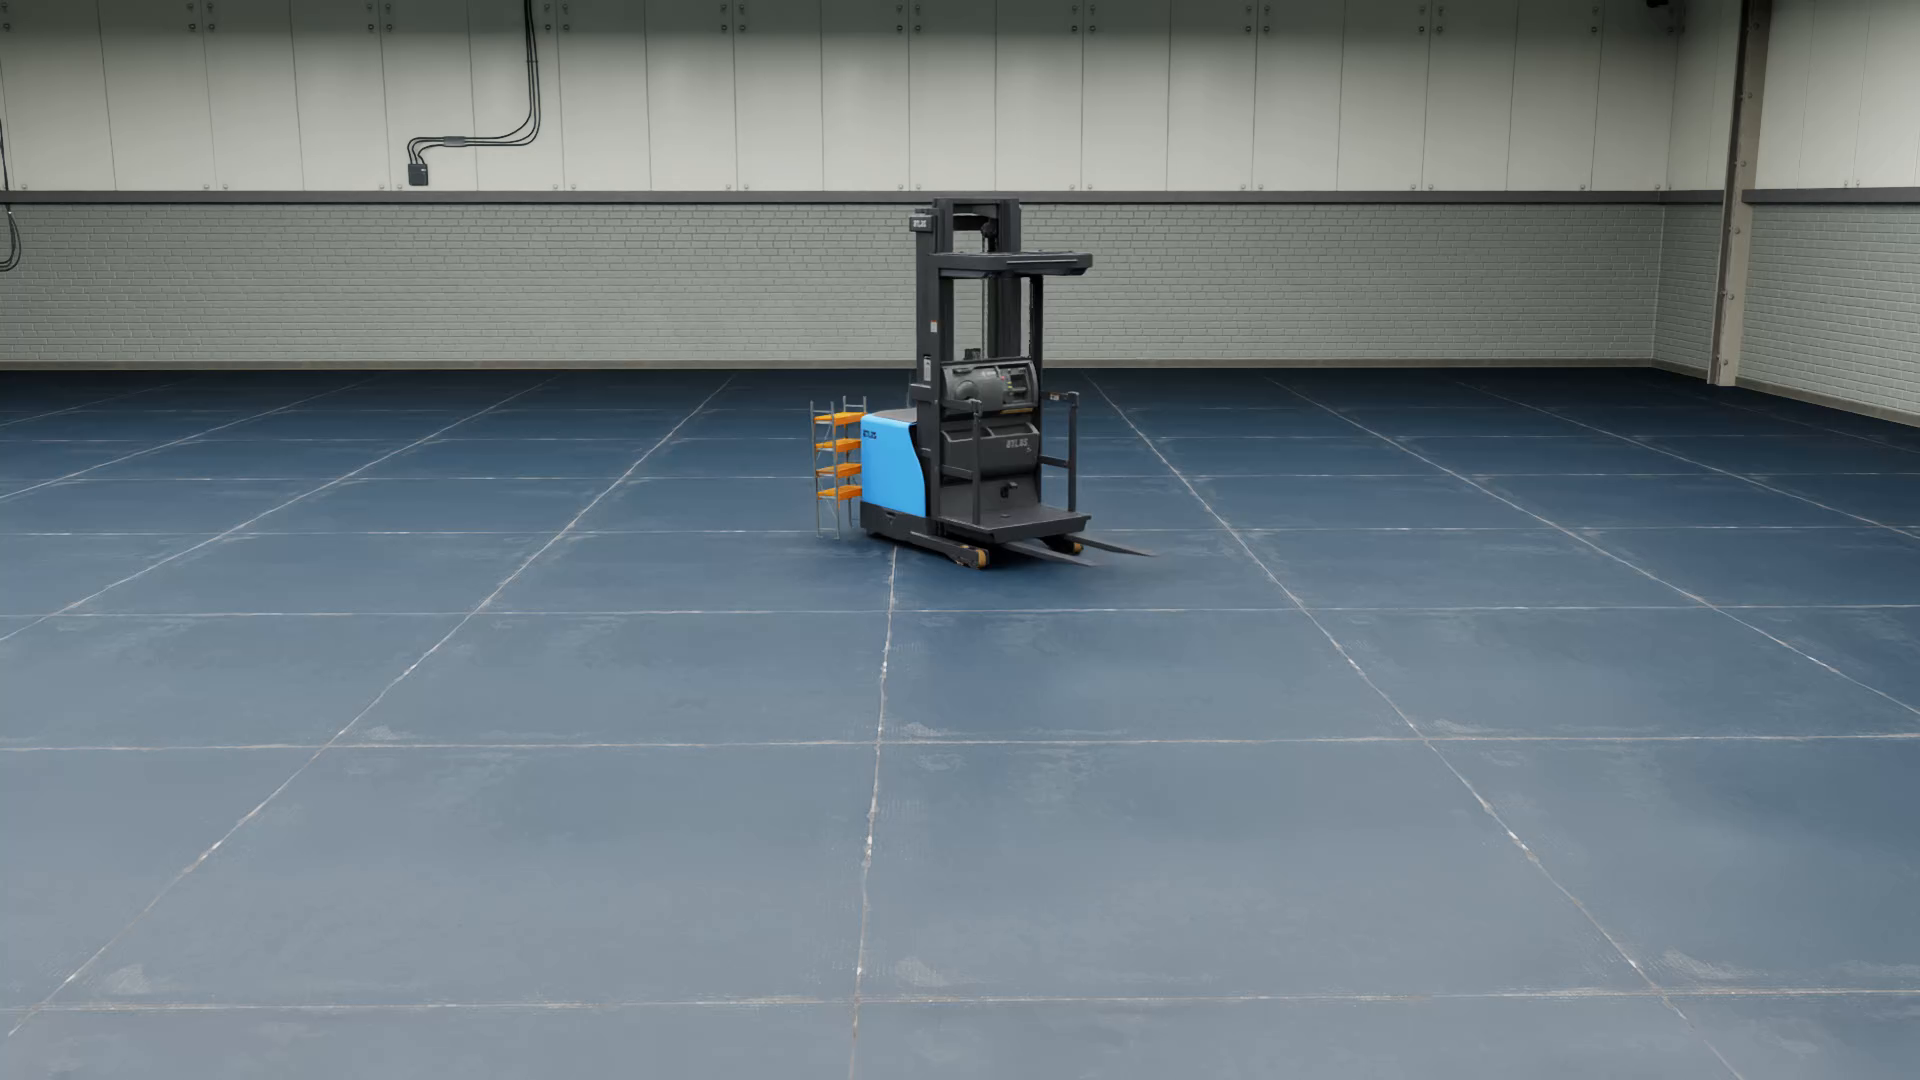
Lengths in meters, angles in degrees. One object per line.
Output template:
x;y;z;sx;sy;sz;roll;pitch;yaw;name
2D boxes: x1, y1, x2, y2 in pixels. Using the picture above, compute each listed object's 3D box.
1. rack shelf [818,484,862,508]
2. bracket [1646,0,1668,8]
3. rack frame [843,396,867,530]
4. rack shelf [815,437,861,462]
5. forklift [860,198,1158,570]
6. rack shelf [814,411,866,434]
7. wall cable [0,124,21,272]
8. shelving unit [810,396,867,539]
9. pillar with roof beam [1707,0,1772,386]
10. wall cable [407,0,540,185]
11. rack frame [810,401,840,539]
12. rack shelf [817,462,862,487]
-1.039;-0.387;14.757;0.258;0.148;0.480;4;12;31;rack shelf
11.953;-9.249;28.460;0.235;0.232;0.430;0;11;-1;bracket
-0.920;-0.689;14.913;0.240;1.200;0.015;4;12;31;rack frame
-1.053;-0.802;14.681;0.258;0.148;0.480;4;12;31;rack shelf
0.379;-1.307;13.629;1.130;2.935;3.031;-8;14;-35;forklift
-1.061;-1.034;14.639;0.258;0.148;0.480;4;12;31;rack shelf
-17.866;-5.872;28.681;3.097;2.526;0.112;0;11;-1;wall cable
-1.048;-0.648;14.709;0.258;1.200;0.503;4;12;31;shelving unit
8.062;-6.915;26.010;9.100;9.000;0.400;0;11;-1;pillar with roof beam
-8.375;-9.097;28.211;2.305;6.003;0.169;0;11;-1;wall cable
-1.175;-0.607;14.505;0.240;1.200;0.015;4;12;31;rack frame
-1.045;-0.582;14.721;0.258;0.148;0.480;4;12;31;rack shelf
